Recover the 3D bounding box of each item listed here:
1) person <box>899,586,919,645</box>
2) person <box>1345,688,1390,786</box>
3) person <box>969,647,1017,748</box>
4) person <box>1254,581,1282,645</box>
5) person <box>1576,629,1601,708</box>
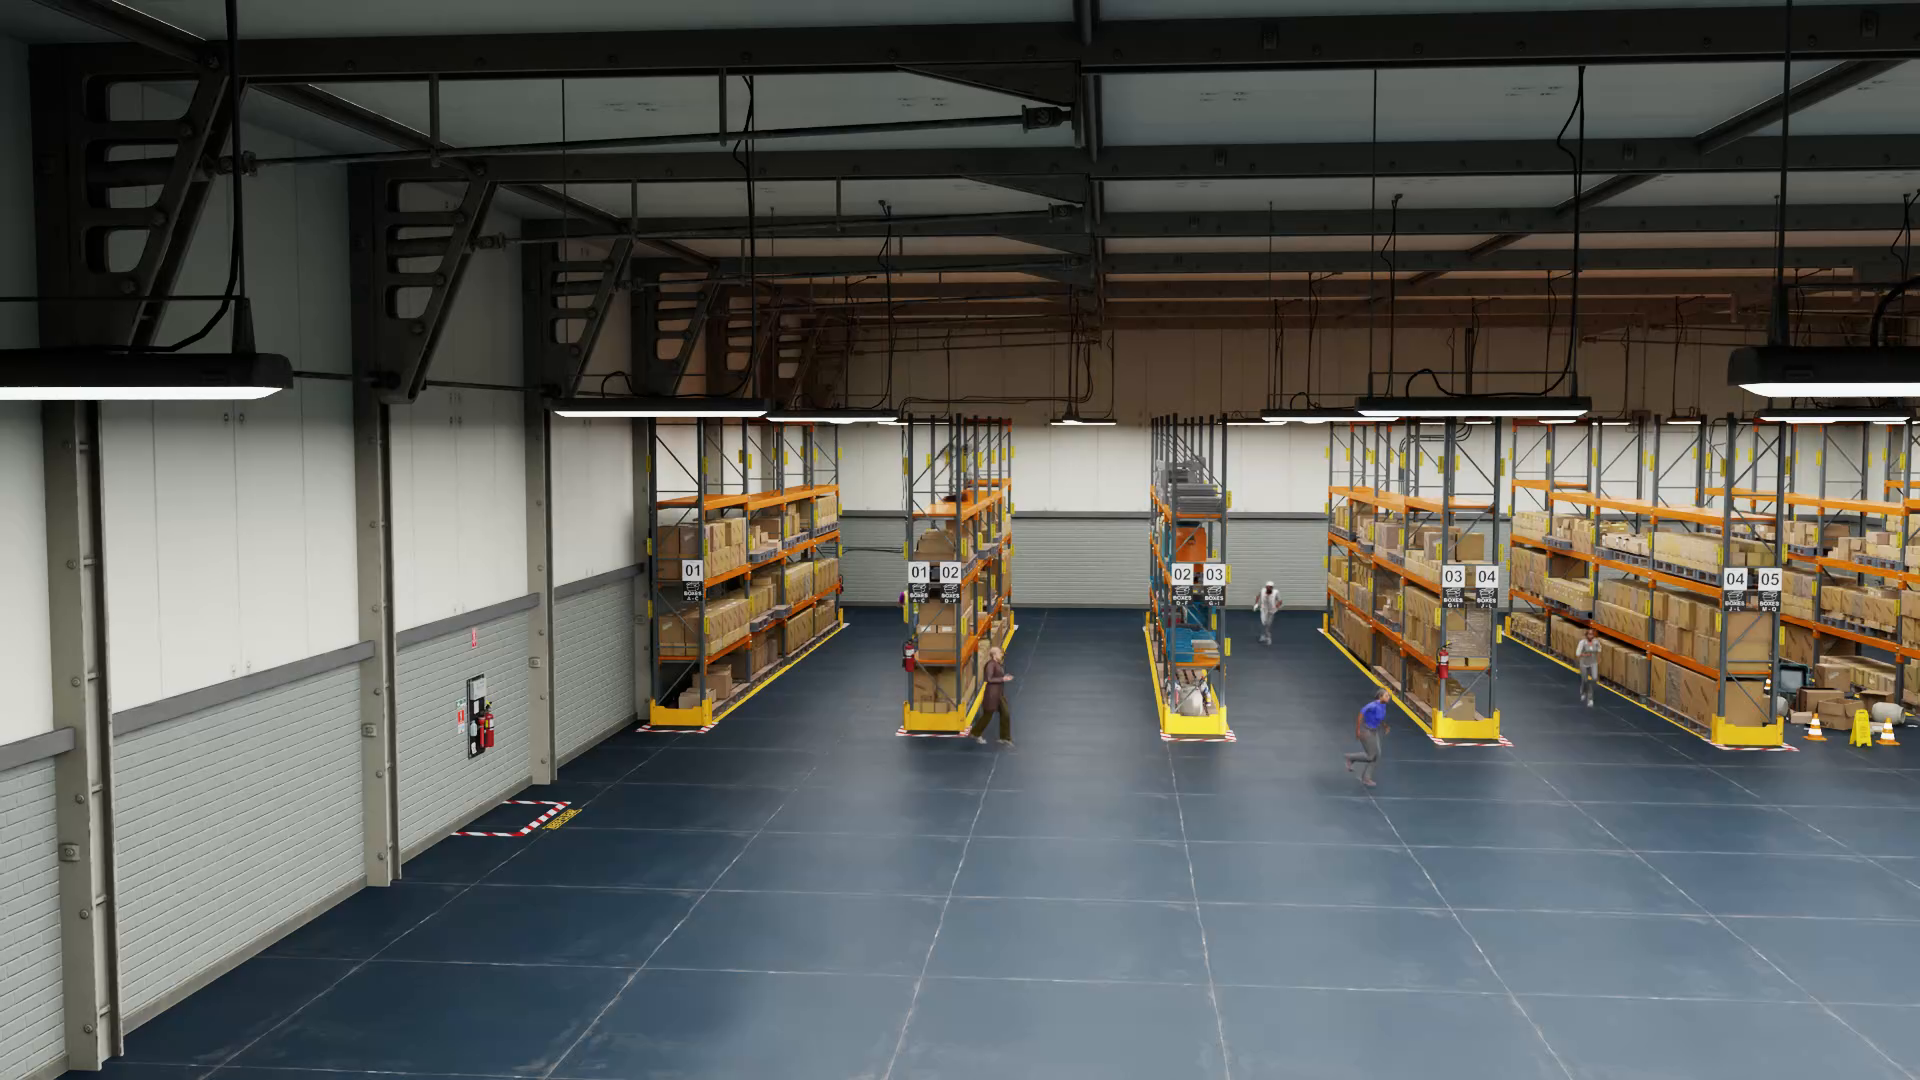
[{"bbox_3d":[-1.261,1.942,43.892,0.689,1.684,0.737,1,4,9],"label":"person"},{"bbox_3d":[6.567,3.154,26.776,0.723,1.594,0.566,3,5,34],"label":"person"},{"bbox_3d":[0.562,2.835,29.787,0.902,1.842,0.672,2,4,22],"label":"person"},{"bbox_3d":[8.190,1.911,44.214,0.740,1.712,0.830,1,4,9],"label":"person"},{"bbox_3d":[12.957,2.630,34.305,0.561,1.608,0.787,0,4,5],"label":"person"}]
